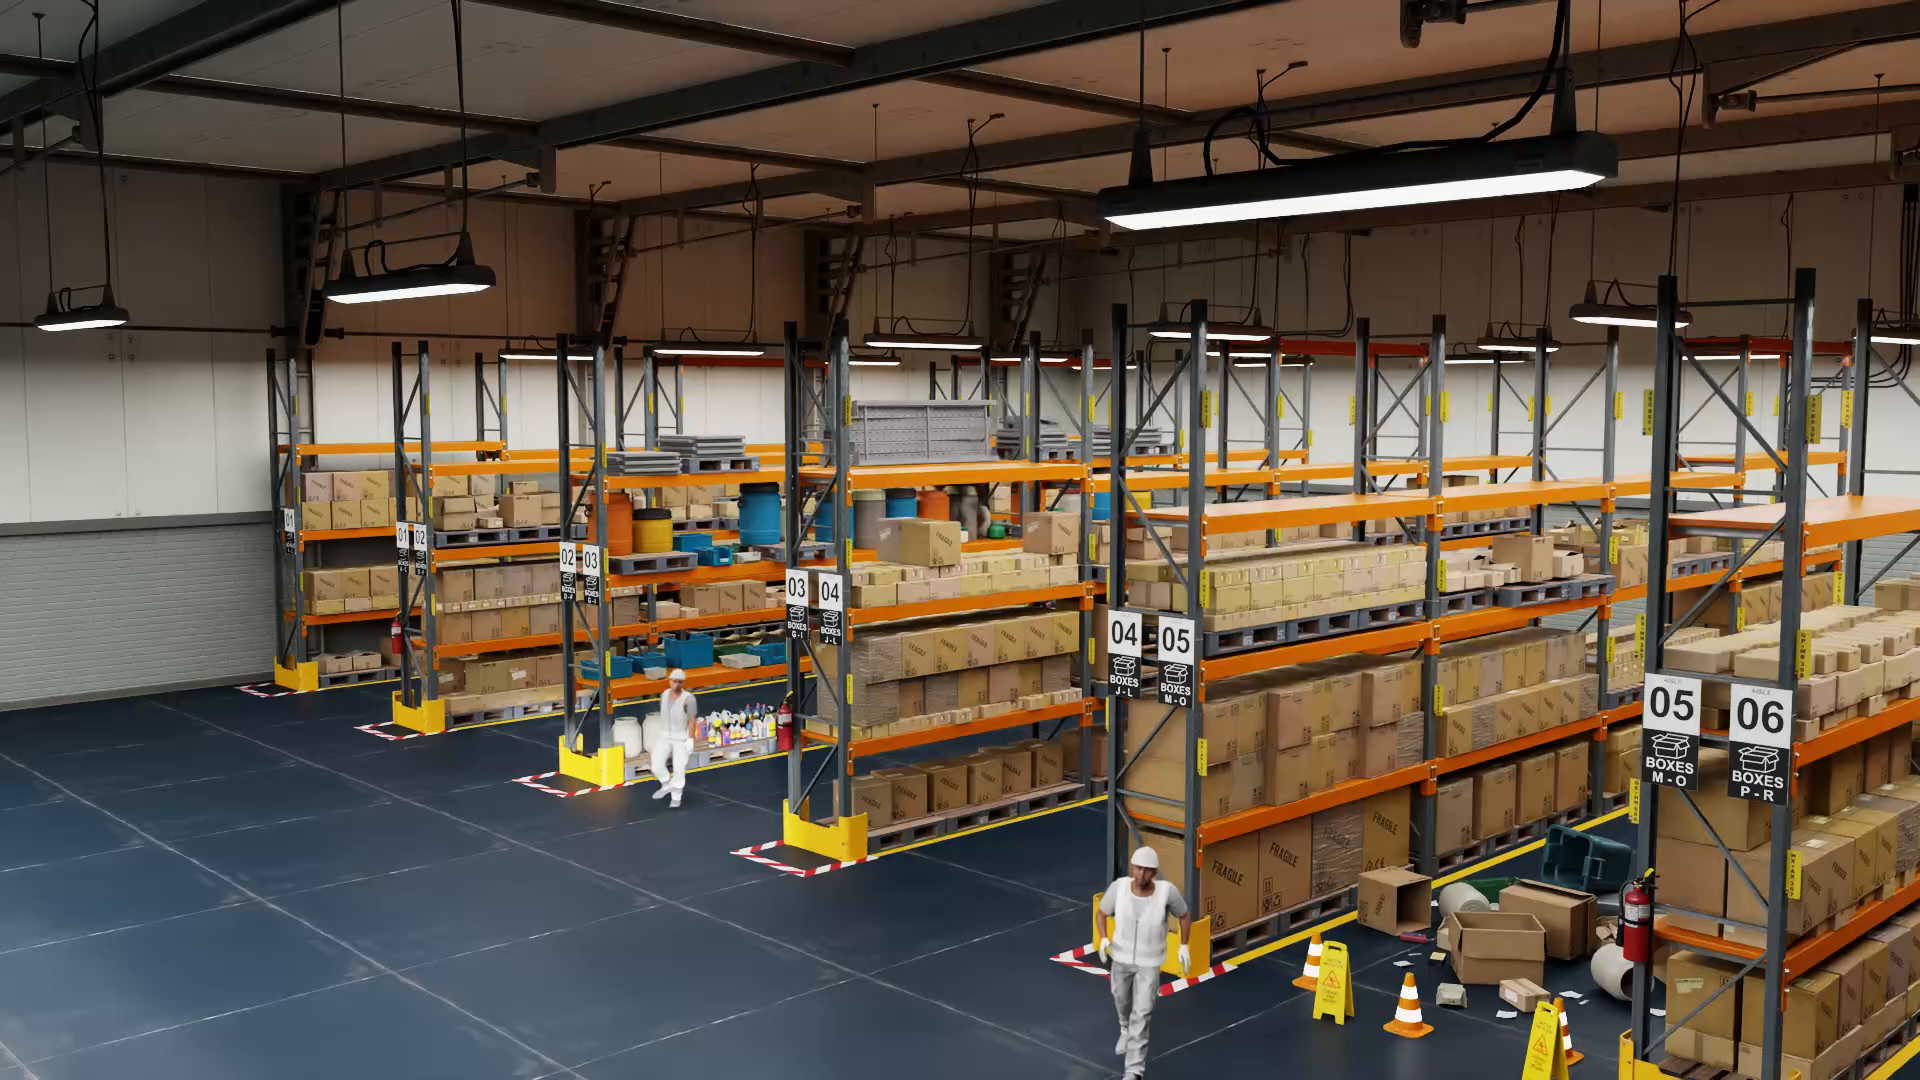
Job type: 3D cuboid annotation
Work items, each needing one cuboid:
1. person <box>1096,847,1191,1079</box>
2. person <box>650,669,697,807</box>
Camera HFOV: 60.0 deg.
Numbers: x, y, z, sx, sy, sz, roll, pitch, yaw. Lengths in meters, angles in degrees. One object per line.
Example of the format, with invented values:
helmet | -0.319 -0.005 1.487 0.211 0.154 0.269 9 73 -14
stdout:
person | 1.360 3.157 12.459 0.724 1.758 1.089 1 5 14
person | -3.587 2.469 20.785 0.677 1.765 0.484 1 5 13
